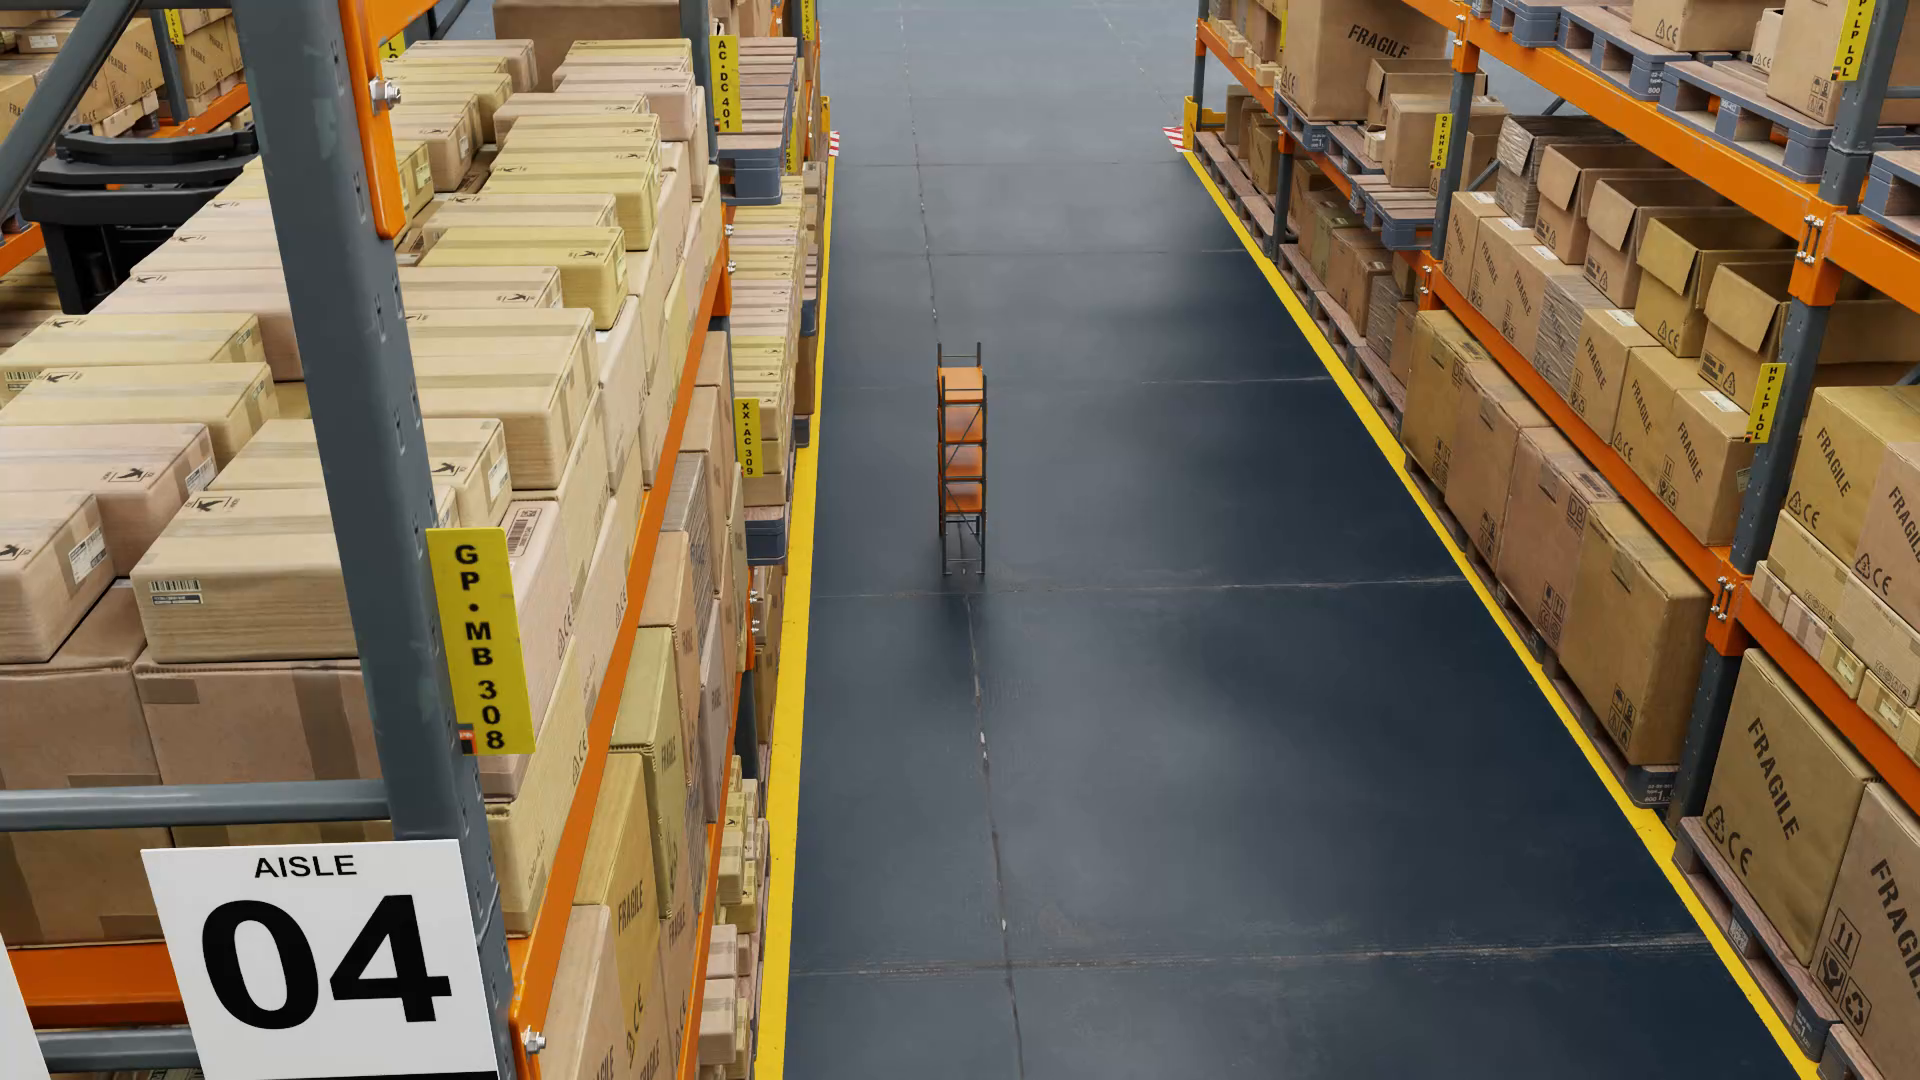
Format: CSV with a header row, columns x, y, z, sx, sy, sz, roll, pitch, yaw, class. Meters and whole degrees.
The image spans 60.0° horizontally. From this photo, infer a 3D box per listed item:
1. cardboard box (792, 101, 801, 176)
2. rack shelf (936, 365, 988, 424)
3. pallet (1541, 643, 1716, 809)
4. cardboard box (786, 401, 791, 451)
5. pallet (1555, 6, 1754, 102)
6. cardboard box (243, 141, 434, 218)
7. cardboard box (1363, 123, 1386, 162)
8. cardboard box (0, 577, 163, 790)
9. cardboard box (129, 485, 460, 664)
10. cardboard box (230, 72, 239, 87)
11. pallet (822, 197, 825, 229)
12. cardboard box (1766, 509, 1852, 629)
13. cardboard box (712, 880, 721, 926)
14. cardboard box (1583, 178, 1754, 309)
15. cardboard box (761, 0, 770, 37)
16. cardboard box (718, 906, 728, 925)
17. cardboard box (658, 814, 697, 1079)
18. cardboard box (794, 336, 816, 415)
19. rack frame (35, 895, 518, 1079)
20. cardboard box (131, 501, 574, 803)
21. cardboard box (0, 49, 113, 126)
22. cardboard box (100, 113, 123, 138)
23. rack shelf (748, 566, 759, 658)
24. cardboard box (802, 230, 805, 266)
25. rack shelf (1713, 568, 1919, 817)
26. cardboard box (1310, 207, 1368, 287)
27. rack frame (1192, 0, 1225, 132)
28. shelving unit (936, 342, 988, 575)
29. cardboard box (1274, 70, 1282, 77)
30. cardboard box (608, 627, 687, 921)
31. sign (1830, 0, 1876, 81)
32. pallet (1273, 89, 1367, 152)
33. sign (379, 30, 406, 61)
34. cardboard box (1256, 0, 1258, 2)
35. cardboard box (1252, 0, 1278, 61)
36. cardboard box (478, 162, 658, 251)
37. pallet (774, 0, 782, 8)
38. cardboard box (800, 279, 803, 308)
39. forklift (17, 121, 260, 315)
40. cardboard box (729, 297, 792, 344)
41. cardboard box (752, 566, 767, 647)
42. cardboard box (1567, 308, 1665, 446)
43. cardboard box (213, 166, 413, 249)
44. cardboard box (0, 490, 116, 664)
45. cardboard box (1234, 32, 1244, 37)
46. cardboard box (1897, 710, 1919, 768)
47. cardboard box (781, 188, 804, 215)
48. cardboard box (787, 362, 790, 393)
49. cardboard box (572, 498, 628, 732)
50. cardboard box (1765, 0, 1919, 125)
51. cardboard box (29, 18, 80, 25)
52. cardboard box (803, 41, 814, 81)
x,y,z,sx,sy,sz,roll,pitch,yaw,class
-1.389,-2.789,11.746,0.500,0.500,0.500,-2,28,-3,cardboard box
0.009,-0.804,9.144,0.258,0.148,0.480,-1,28,-3,rack shelf
3.496,0.823,7.944,1.003,0.211,1.213,-1,28,-3,pallet
-0.938,-0.497,7.277,0.380,0.149,0.250,-1,28,-2,cardboard box
3.550,-2.340,7.953,1.003,0.211,1.213,0,28,0,pallet
-1.553,-0.899,4.177,0.380,0.149,0.250,0,28,0,cardboard box
3.046,-2.796,11.559,0.396,0.266,0.258,-2,28,-4,cardboard box
-1.416,0.170,2.559,0.500,0.250,0.500,-2,28,-4,cardboard box
-0.928,0.044,2.368,0.380,0.149,0.250,-2,28,-3,cardboard box
-6.532,-4.031,14.506,0.380,0.149,0.250,-2,28,-3,cardboard box
-1.726,-2.797,14.884,1.003,0.211,1.213,-1,28,-3,pallet
3.374,0.099,6.157,0.500,0.250,0.500,-2,28,-4,cardboard box
-1.060,1.340,5.923,0.380,0.149,0.250,-1,28,-1,cardboard box
3.497,-1.447,8.087,0.797,0.503,0.637,-1,28,-1,cardboard box
-1.233,-2.719,8.368,0.500,0.500,0.500,-1,28,-3,cardboard box
-1.040,1.464,6.006,0.380,0.149,0.250,-1,28,-2,cardboard box
-0.952,0.998,4.163,0.500,0.500,0.500,-1,28,-2,cardboard box
-1.498,-1.305,10.987,1.050,0.750,0.750,-2,28,-3,cardboard box
-1.138,1.861,2.937,1.000,3.000,0.127,-1,28,-3,rack frame
-0.902,0.163,2.572,0.500,0.250,0.500,-1,28,-2,cardboard box
-6.402,-3.201,11.760,0.500,0.500,0.500,0,28,-1,cardboard box
-6.338,-3.000,12.076,0.380,0.149,0.250,-1,28,-2,cardboard box
-1.452,-0.590,8.416,1.077,0.370,4.000,-1,28,-3,rack shelf
-1.044,-1.578,9.028,0.380,0.149,0.250,-1,28,-1,cardboard box
3.716,1.184,5.015,1.077,0.370,4.000,-1,28,-3,rack shelf
3.210,-2.335,13.211,0.700,0.500,0.500,-2,28,-3,cardboard box
2.985,-5.601,17.244,1.000,3.000,0.127,-1,28,-3,rack frame
0.009,-0.456,9.326,0.258,1.200,0.503,-1,28,-3,shelving unit
2.932,-3.967,14.383,0.380,0.149,0.250,-1,28,-3,cardboard box
-0.934,0.555,3.932,0.500,0.500,0.500,-2,28,-4,cardboard box
3.070,-1.740,5.699,0.100,0.325,0.005,-1,28,-3,sign
3.088,-3.312,13.064,1.003,0.211,1.213,-1,28,-3,pallet
-1.901,-1.705,5.546,0.100,0.325,0.005,-1,28,-3,sign
2.843,-5.036,14.651,0.500,0.500,0.500,-1,28,-3,cardboard box
3.114,-4.599,14.895,0.875,0.500,0.500,-1,28,-3,cardboard box
-0.931,-0.797,3.981,0.380,0.149,0.250,-2,28,-4,cardboard box
-1.643,-3.375,9.938,1.213,0.211,1.003,0,28,0,pallet
-1.037,-1.342,8.898,0.380,0.149,0.250,-2,28,-3,cardboard box
-3.153,-0.503,7.546,1.130,2.935,3.031,-2,28,-3,forklift
-0.964,-0.998,7.594,0.380,0.149,0.250,-2,28,-3,cardboard box
-1.122,0.256,7.453,0.500,0.250,0.500,-3,28,-5,cardboard box
3.261,-0.782,7.898,0.500,0.500,0.500,-2,28,-3,cardboard box
-1.526,-0.779,3.946,0.380,0.149,0.250,-2,28,-4,cardboard box
-1.449,0.053,2.351,0.380,0.149,0.250,-2,28,-3,cardboard box
2.833,-4.775,15.933,0.380,0.149,0.250,-1,28,-3,cardboard box
3.352,0.680,5.475,0.380,0.149,0.250,-2,28,-3,cardboard box
-1.062,-1.840,9.209,0.380,0.149,0.250,-2,28,-3,cardboard box
-0.952,-0.744,7.429,0.380,0.149,0.250,-3,28,-5,cardboard box
-0.930,0.141,3.154,0.500,0.250,0.500,-1,28,-1,cardboard box
3.571,-1.887,6.318,0.700,0.500,0.500,-1,28,-1,cardboard box
-6.404,-3.638,11.897,0.380,0.149,0.250,-2,28,-4,cardboard box
-1.758,-4.422,14.824,0.875,0.550,0.550,-1,28,-3,cardboard box
